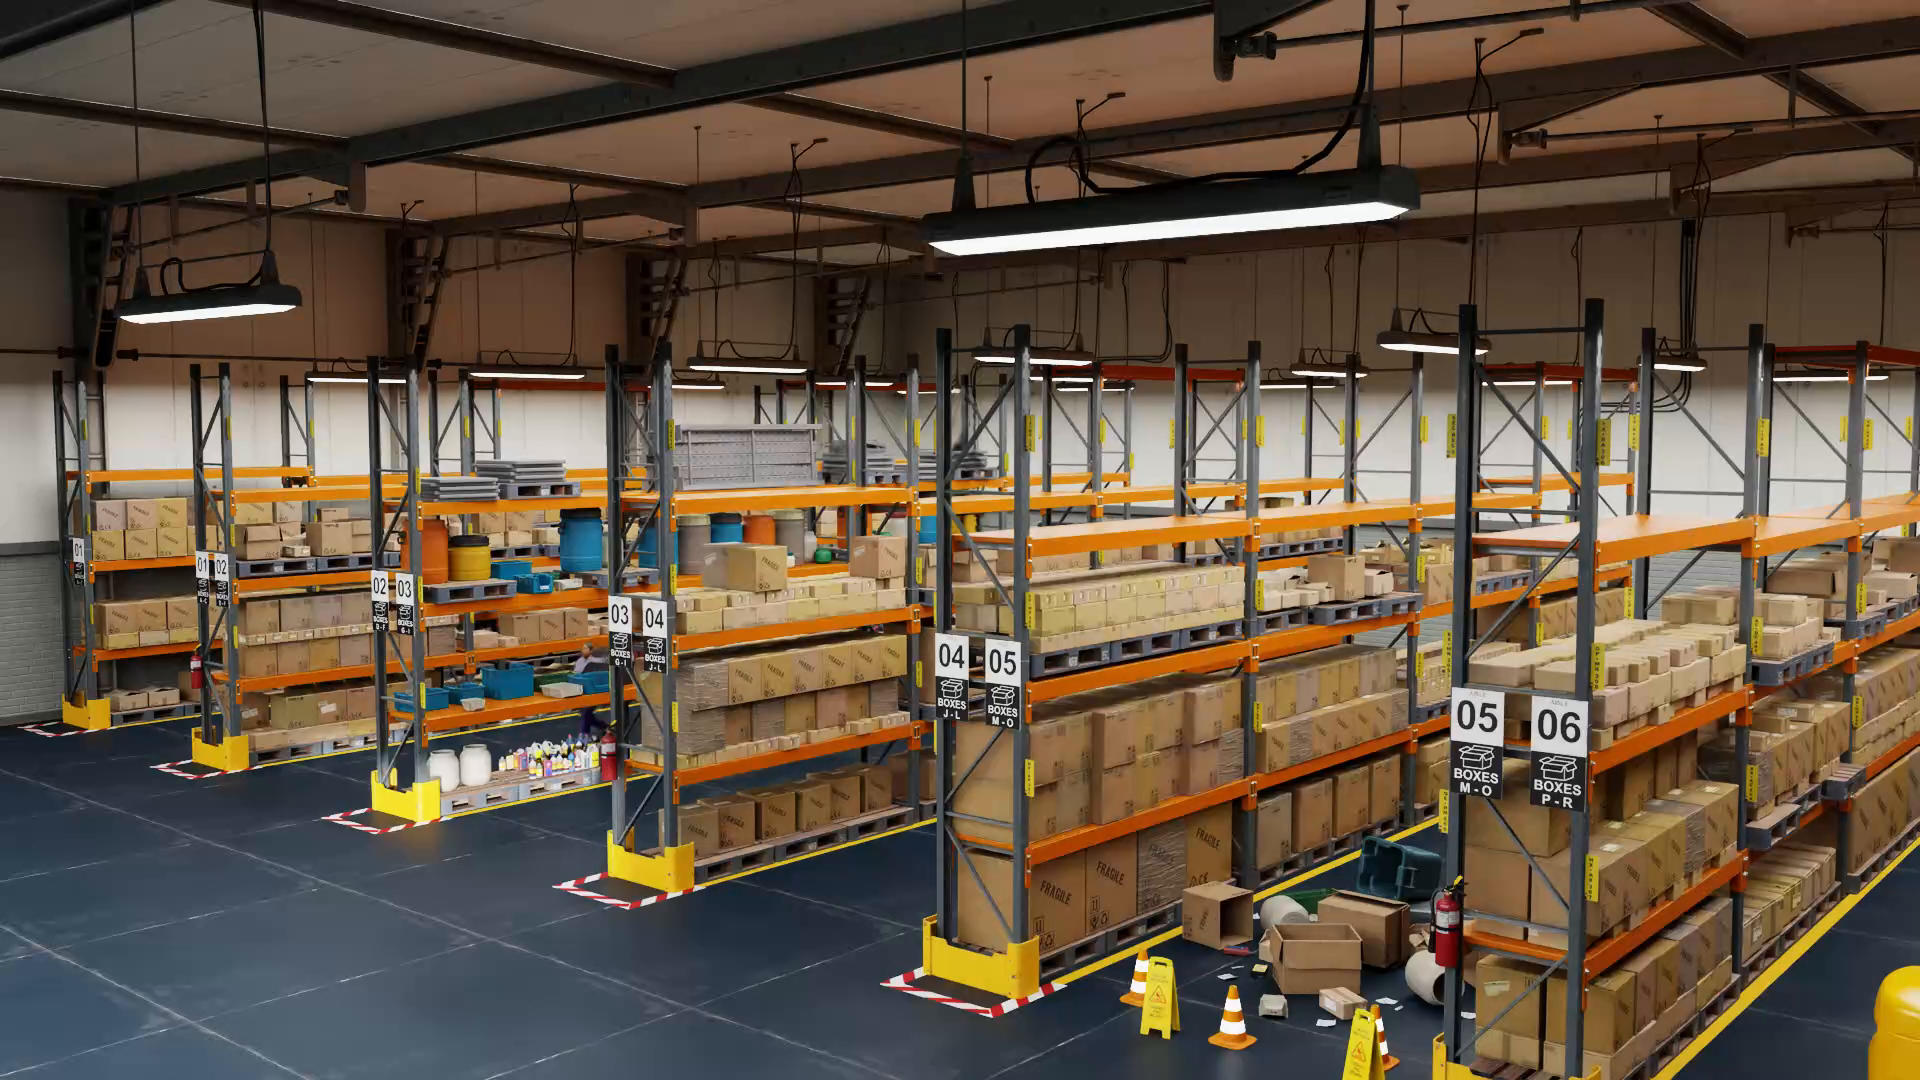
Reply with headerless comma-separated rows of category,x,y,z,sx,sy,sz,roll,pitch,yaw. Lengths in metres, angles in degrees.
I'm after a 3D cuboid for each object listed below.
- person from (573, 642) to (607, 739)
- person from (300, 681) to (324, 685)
person,-5.869,2.435,26.276,0.606,1.648,0.924,2,5,30
person,-10.768,2.278,27.686,0.710,1.747,0.963,2,5,30
